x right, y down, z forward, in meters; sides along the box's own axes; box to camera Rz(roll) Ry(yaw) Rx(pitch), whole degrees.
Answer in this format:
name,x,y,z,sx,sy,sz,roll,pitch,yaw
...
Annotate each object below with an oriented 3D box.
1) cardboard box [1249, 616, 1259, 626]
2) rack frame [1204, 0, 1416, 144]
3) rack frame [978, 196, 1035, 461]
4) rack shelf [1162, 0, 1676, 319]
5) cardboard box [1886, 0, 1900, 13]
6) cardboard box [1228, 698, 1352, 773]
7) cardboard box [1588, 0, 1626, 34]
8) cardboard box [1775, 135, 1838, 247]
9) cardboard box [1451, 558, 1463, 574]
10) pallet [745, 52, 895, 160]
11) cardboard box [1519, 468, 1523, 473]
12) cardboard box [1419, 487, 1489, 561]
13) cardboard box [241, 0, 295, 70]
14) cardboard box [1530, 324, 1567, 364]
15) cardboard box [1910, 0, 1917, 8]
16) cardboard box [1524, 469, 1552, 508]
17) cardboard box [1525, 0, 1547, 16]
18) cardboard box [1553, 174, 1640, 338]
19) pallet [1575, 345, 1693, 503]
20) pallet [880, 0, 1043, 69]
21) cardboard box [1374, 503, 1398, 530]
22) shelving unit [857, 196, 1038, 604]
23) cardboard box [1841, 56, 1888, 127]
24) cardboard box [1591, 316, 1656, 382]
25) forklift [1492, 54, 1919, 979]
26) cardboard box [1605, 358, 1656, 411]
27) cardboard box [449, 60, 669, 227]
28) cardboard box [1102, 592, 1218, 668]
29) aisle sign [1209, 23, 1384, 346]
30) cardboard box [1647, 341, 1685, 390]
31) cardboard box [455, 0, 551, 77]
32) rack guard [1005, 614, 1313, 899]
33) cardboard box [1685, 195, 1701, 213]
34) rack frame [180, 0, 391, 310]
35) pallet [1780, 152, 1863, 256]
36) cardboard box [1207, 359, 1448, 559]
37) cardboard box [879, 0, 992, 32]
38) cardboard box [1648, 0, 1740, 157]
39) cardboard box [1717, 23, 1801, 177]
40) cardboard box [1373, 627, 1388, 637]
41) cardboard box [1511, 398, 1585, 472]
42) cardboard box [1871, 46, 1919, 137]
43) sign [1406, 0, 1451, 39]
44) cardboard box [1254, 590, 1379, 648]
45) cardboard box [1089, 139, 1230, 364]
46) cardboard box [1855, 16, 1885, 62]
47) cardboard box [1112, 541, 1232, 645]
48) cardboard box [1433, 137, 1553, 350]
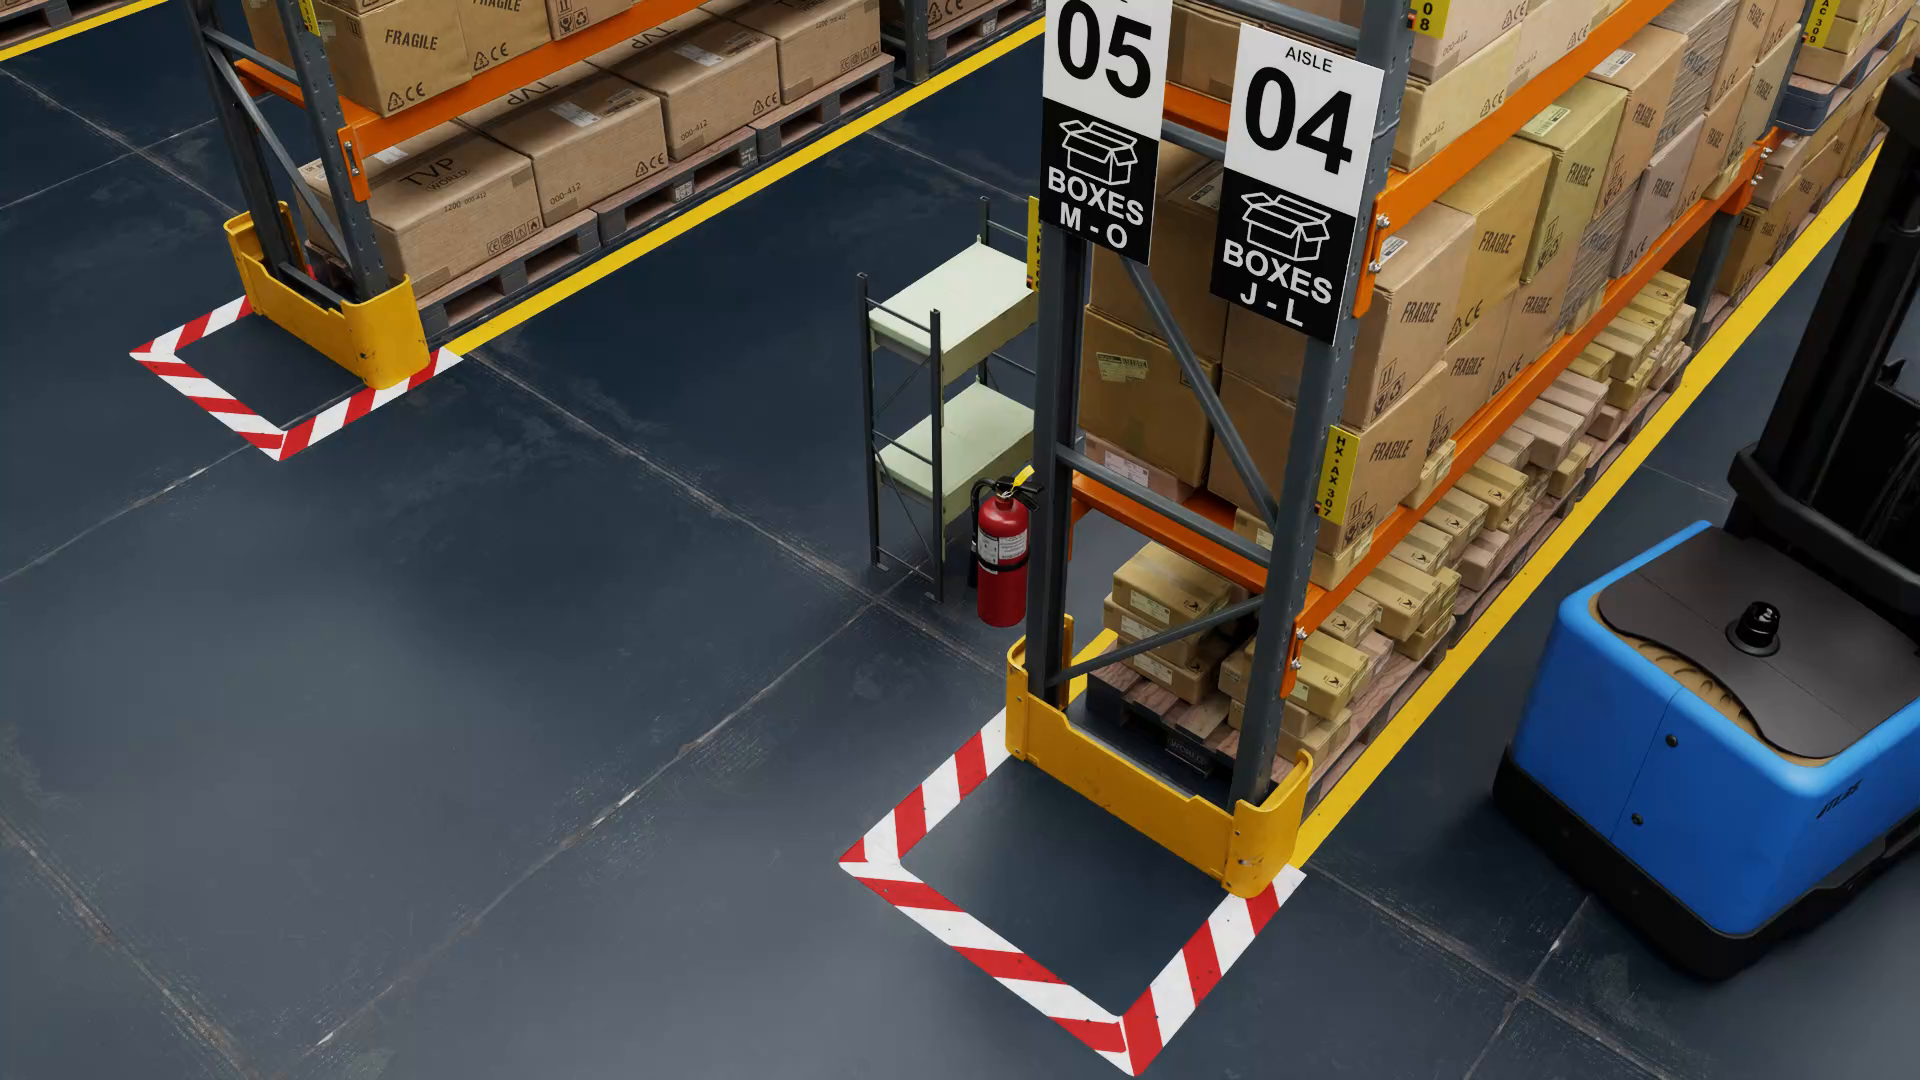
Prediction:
name,x,y,z,sx,sy,sz,roll,pitch,yaw
cardboard box,1.162,0.165,6.828,0.380,0.149,0.250,29,50,28
rack frame,0.659,-2.317,3.292,1.000,3.000,0.127,29,50,28
rack frame,0.240,-0.747,7.139,0.400,1.500,0.023,29,50,28
rack shelf,1.946,-1.971,5.676,1.077,0.370,4.000,29,50,28
cardboard box,4.170,-2.601,7.717,0.380,0.149,0.250,31,51,29
cardboard box,1.241,0.670,6.272,0.380,0.149,0.250,31,50,29
cardboard box,1.808,-1.813,5.078,0.500,0.250,0.500,28,49,27
cardboard box,4.251,-1.927,8.868,0.500,0.500,0.500,32,51,30
cardboard box,1.841,0.113,6.886,0.380,0.149,0.250,30,50,29
pallet,-1.170,-2.859,10.420,1.003,0.211,1.213,29,50,28
cardboard box,2.173,-0.303,7.122,0.380,0.149,0.250,32,51,30
cardboard box,1.884,-0.112,6.690,0.380,0.149,0.250,32,51,30
cardboard box,-3.087,-2.589,7.975,0.500,0.500,0.500,30,50,29
cardboard box,2.083,-0.855,6.330,0.380,0.149,0.250,31,51,30
cardboard box,4.503,-2.756,8.108,0.380,0.149,0.250,27,49,27
cardboard box,2.356,-0.270,7.307,0.380,0.149,0.250,30,50,29
cardboard box,1.476,-1.720,4.604,0.500,0.250,0.500,29,50,28
cardboard box,2.133,-1.155,6.177,0.500,0.500,0.500,28,49,27
pallet,2.828,-0.765,8.116,1.003,0.211,1.213,29,50,28
pallet,-0.181,-3.647,11.286,1.003,0.211,1.213,29,50,28
cardboard box,1.251,-0.179,5.586,0.380,0.149,0.250,31,51,30
shelving unit,0.004,-0.558,6.932,0.431,1.500,0.755,29,50,28
cardboard box,4.584,-2.467,8.905,0.500,0.250,0.500,31,51,30
cardboard box,2.915,-0.902,7.560,0.380,0.149,0.250,29,50,28
forklift,3.515,-0.367,5.657,3.031,2.935,1.130,-24,48,-25
cardboard box,2.950,-0.778,7.644,0.380,0.149,0.250,28,49,27
cardboard box,-2.264,-2.254,9.274,0.875,0.438,0.875,31,51,29
cardboard box,0.780,0.296,6.463,0.380,0.149,0.250,28,49,27
aisle sign,0.842,-0.892,4.251,0.394,0.787,0.004,29,50,28
cardboard box,3.242,-0.909,8.009,0.380,0.149,0.250,30,50,29
cardboard box,-2.362,-2.621,8.011,0.500,0.500,0.500,29,50,28
rack guard,0.708,0.788,6.194,1.175,0.500,0.348,29,50,28
cardboard box,2.929,-1.524,7.066,0.380,0.149,0.250,32,51,30
rack frame,-3.195,-2.189,7.610,1.000,3.000,0.127,29,50,28
pallet,4.518,-2.158,9.649,1.003,0.211,1.213,29,50,28
cardboard box,1.159,-0.356,5.299,0.500,0.500,0.500,32,51,30
cardboard box,-0.283,-3.972,10.838,0.875,0.875,0.875,31,51,30
cardboard box,2.469,-1.789,6.132,0.500,0.500,0.500,31,51,29
cardboard box,3.138,-1.933,7.033,0.500,0.500,0.500,30,50,28
cardboard box,1.502,0.252,6.511,0.380,0.149,0.250,30,50,29
cardboard box,2.420,-0.479,7.094,0.380,0.149,0.250,28,49,27
cardboard box,5.247,-2.730,9.751,0.500,0.500,0.500,32,51,30
sign,1.075,-1.296,3.749,0.100,0.325,0.005,29,50,28
cardboard box,1.342,0.265,6.276,0.380,0.149,0.250,30,50,29
cardboard box,0.763,-0.958,5.218,0.500,0.500,0.500,28,49,28
cardboard box,4.013,-2.369,7.682,0.380,0.149,0.250,30,50,29
cardboard box,0.806,0.199,6.348,0.380,0.149,0.250,30,50,29
cardboard box,1.471,-0.994,5.257,0.500,0.500,0.500,31,51,30
